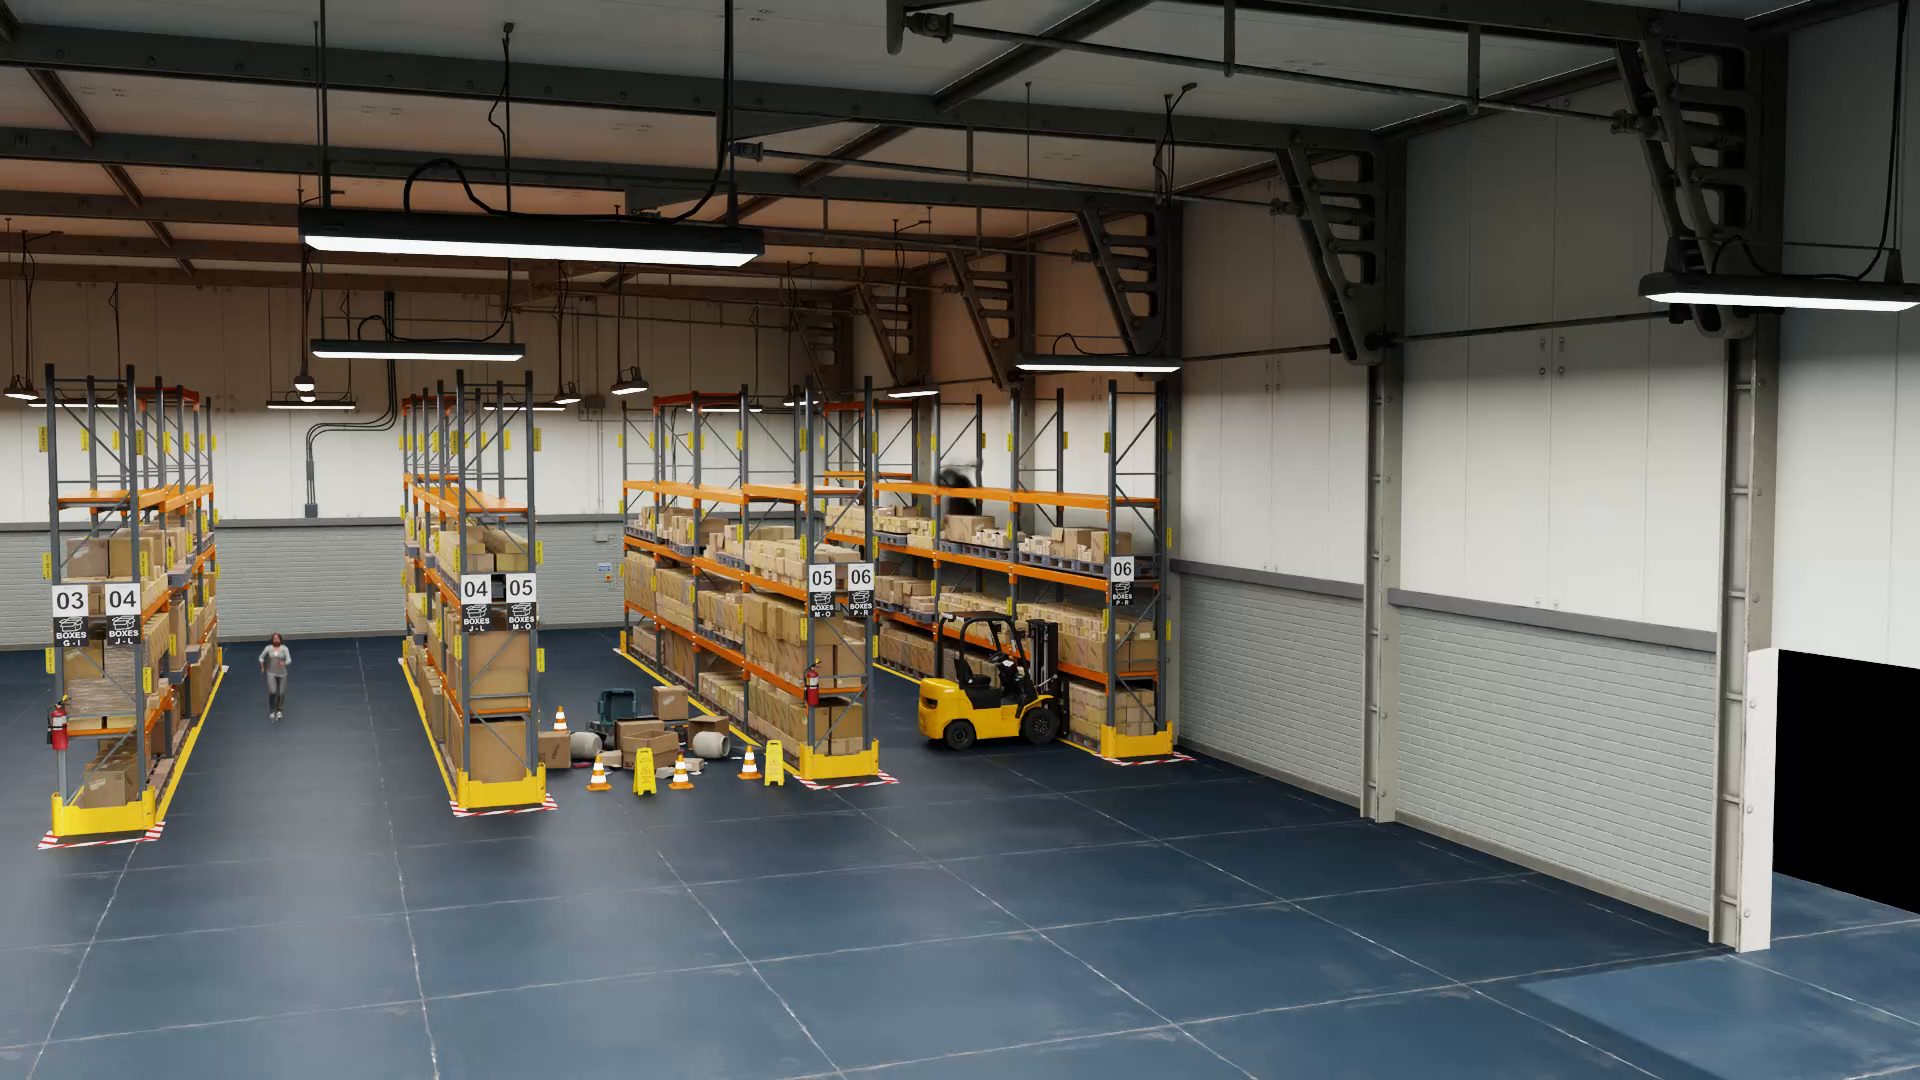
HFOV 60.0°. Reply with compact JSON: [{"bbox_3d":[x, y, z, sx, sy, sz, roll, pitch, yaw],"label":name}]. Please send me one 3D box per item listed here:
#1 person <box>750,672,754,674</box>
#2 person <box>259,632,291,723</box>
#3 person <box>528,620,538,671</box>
[{"bbox_3d":[-4.460,2.061,35.940,0.655,1.674,0.623,-2,4,-26],"label":"person"},{"bbox_3d":[-12.259,2.460,29.808,0.510,1.607,0.676,-2,4,-27],"label":"person"},{"bbox_3d":[-9.498,2.051,36.286,0.568,1.747,0.739,-1,4,-18],"label":"person"}]
